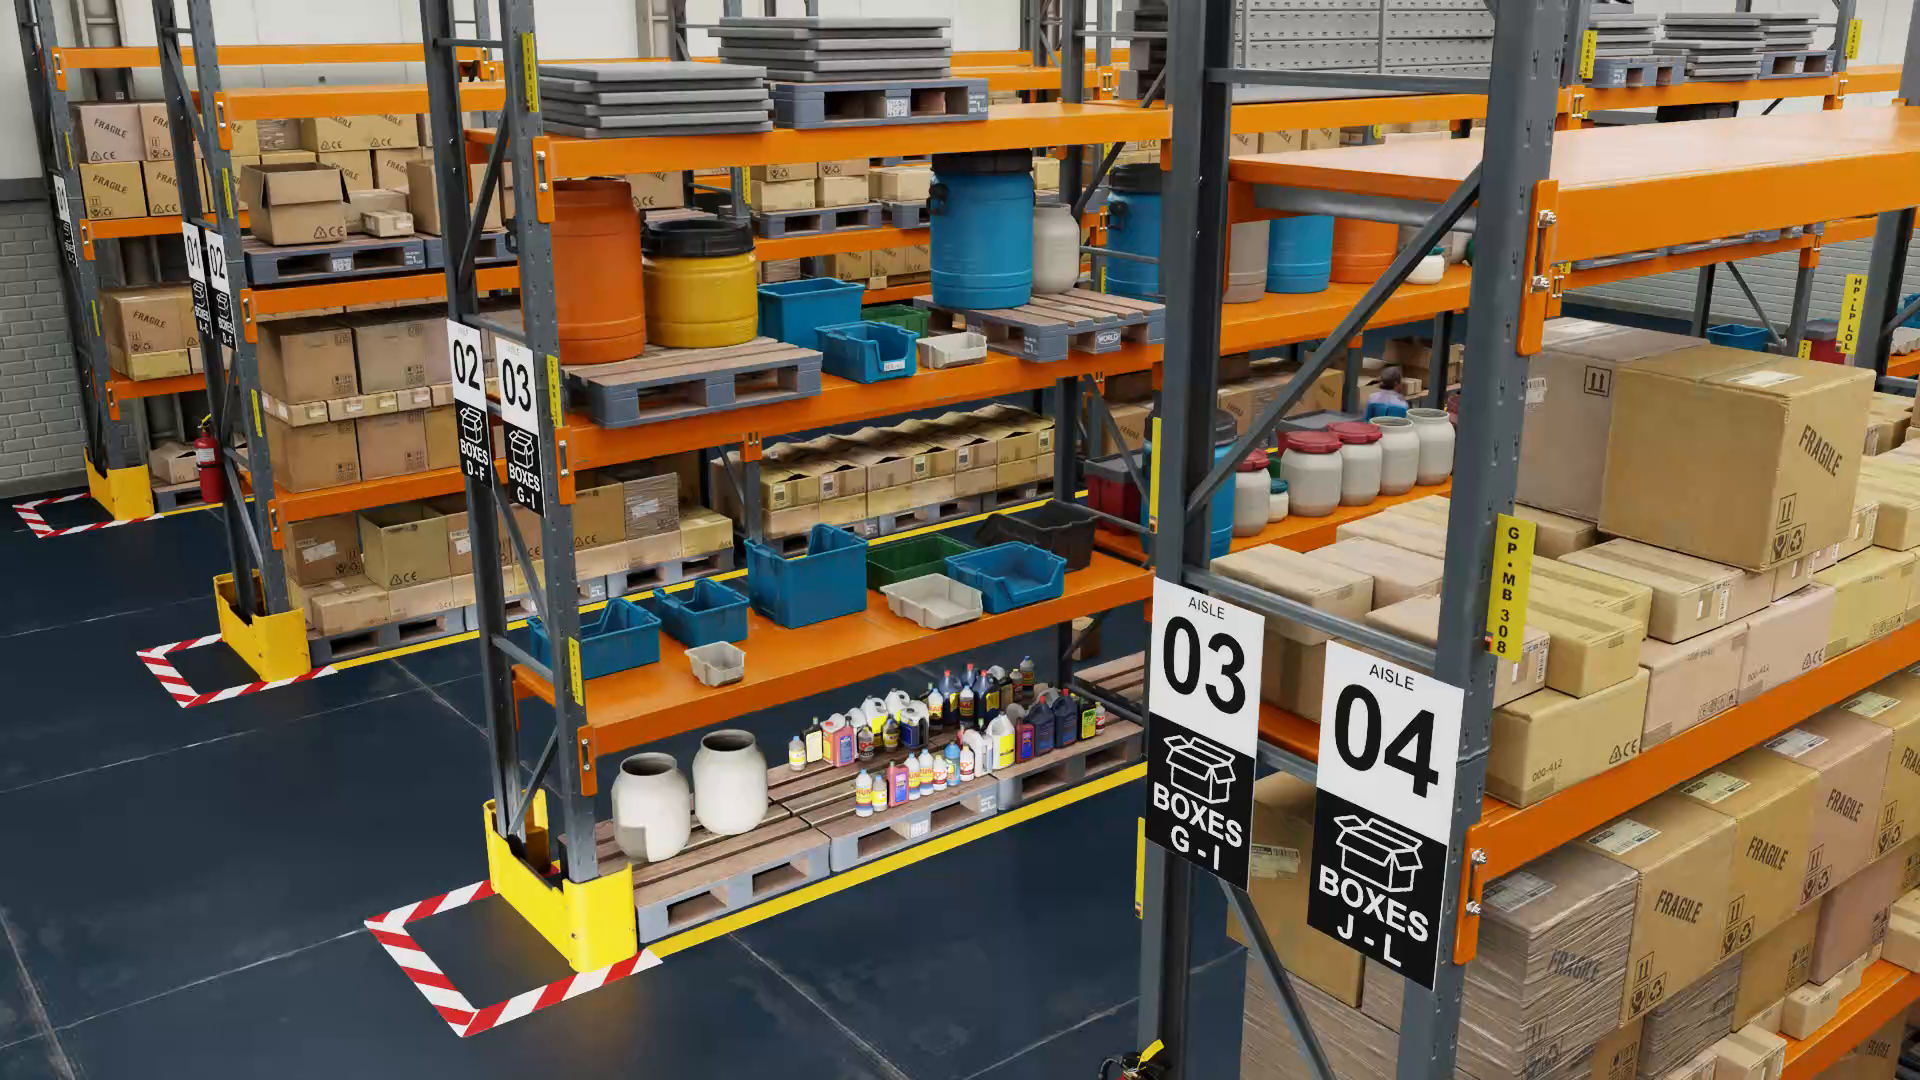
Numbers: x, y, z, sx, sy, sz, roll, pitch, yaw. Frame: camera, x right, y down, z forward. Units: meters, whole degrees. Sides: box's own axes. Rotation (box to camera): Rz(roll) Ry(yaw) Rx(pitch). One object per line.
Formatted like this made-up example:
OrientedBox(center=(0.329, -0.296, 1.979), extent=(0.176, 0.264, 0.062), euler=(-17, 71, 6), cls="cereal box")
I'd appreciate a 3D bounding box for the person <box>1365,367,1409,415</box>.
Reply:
OrientedBox(center=(3.785, -0.746, 14.832), extent=(0.633, 1.629, 0.478), euler=(-14, 23, -37), cls="person")
